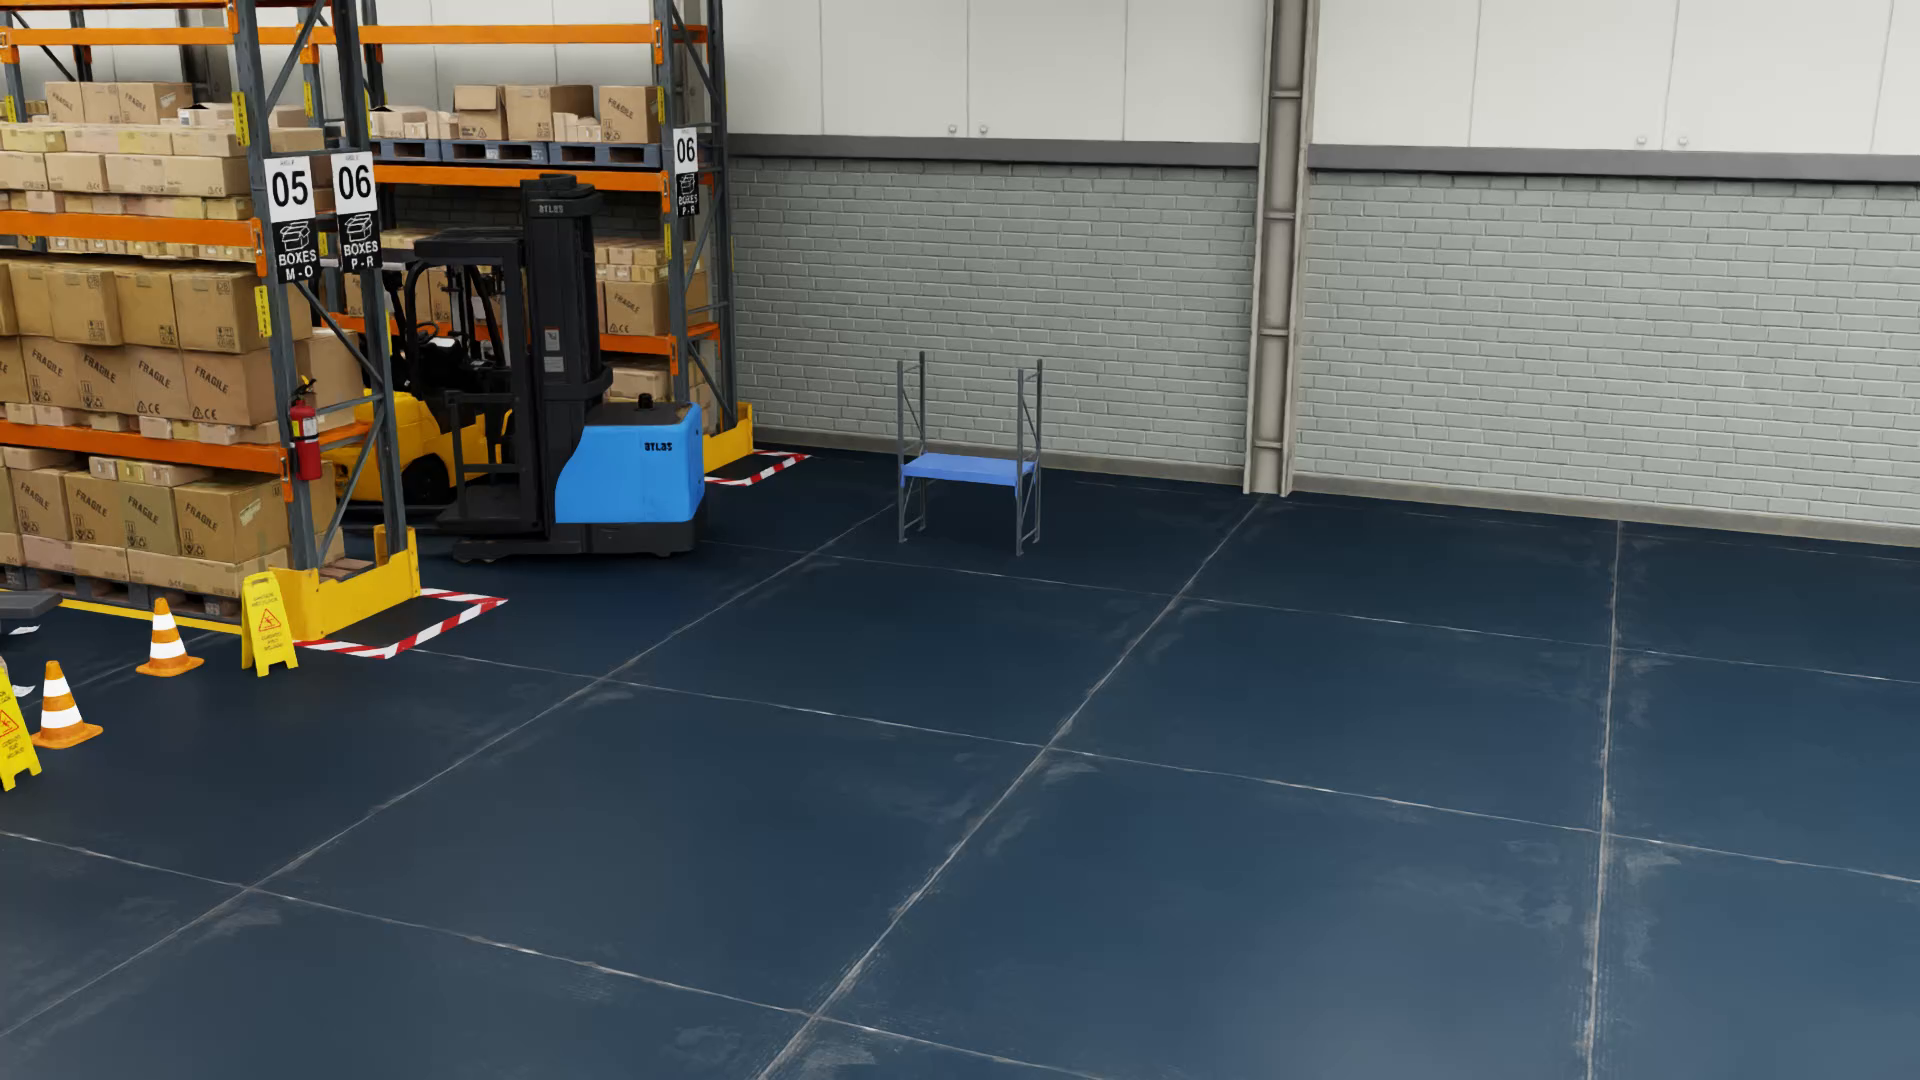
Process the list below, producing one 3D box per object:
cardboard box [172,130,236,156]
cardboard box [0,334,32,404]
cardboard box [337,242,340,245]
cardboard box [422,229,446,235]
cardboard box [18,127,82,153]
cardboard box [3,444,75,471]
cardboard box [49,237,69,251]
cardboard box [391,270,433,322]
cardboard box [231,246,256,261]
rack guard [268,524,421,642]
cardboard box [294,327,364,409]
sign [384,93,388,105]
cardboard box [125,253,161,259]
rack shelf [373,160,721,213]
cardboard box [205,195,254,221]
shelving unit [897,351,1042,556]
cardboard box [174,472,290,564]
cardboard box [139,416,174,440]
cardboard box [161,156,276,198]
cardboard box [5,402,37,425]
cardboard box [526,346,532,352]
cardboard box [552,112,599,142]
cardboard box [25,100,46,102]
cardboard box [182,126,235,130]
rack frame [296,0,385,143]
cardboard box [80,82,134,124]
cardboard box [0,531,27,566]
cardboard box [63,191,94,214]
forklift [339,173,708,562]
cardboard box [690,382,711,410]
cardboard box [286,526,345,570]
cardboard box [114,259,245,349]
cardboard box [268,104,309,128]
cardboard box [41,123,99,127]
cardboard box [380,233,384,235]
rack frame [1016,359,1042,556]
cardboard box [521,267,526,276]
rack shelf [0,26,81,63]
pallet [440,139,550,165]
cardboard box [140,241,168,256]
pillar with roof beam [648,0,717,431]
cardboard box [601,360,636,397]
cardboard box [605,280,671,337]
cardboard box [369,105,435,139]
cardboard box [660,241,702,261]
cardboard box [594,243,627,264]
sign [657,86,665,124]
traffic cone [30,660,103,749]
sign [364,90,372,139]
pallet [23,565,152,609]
[{"bbox_3d":[-4.918,-2.604,10.902,0.250,0.149,0.380,7,17,22],"label":"cardboard box"},{"bbox_3d":[-6.746,-1.289,12.021,0.500,0.500,0.500,6,17,20],"label":"cardboard box"},{"bbox_3d":[-6.421,-3.054,17.472,0.250,0.149,0.380,6,17,19],"label":"cardboard box"},{"bbox_3d":[-5.296,-3.091,17.065,0.250,0.149,0.380,6,17,20],"label":"cardboard box"},{"bbox_3d":[-6.131,-2.715,11.287,0.250,0.149,0.380,7,18,22],"label":"cardboard box"},{"bbox_3d":[-6.716,-0.631,12.136,0.250,0.149,0.380,7,18,24],"label":"cardboard box"},{"bbox_3d":[-9.705,-3.263,18.190,0.250,0.149,0.380,7,18,22],"label":"cardboard box"},{"bbox_3d":[-5.365,-2.489,16.688,0.500,0.500,0.500,7,17,22],"label":"cardboard box"},{"bbox_3d":[-7.320,-2.993,17.260,0.250,0.149,0.380,6,17,19],"label":"cardboard box"},{"bbox_3d":[-4.340,0.286,11.791,0.348,0.500,1.175,6,17,21],"label":"rack guard"},{"bbox_3d":[-4.608,-1.218,11.775,0.500,0.500,0.500,6,17,20],"label":"cardboard box"},{"bbox_3d":[-5.971,-4.474,17.256,0.005,0.325,0.100,6,17,21],"label":"sign"},{"bbox_3d":[-8.625,-2.962,17.869,0.500,0.250,0.500,6,17,19],"label":"cardboard box"},{"bbox_3d":[-4.312,-3.494,16.238,4.000,0.370,1.077,6,17,21],"label":"rack shelf"},{"bbox_3d":[-4.704,-2.190,10.908,0.250,0.149,0.380,6,17,21],"label":"cardboard box"},{"bbox_3d":[0.079,-0.712,13.434,1.048,1.500,0.538,6,17,21],"label":"shelving unit"},{"bbox_3d":[-5.111,-0.162,11.685,0.500,0.500,0.500,6,17,21],"label":"cardboard box"},{"bbox_3d":[-5.454,-0.816,11.554,0.250,0.149,0.380,7,17,22],"label":"cardboard box"},{"bbox_3d":[-4.844,-2.400,10.916,0.500,0.250,0.500,6,17,20],"label":"cardboard box"},{"bbox_3d":[-6.629,-0.946,12.003,0.250,0.149,0.380,6,17,21],"label":"cardboard box"},{"bbox_3d":[-4.231,-1.812,16.920,0.500,0.250,0.500,6,17,20],"label":"cardboard box"},{"bbox_3d":[-3.570,-3.852,15.489,0.258,0.266,0.396,6,17,21],"label":"cardboard box"},{"bbox_3d":[-10.360,-4.858,18.668,0.250,0.149,0.380,6,17,21],"label":"cardboard box"},{"bbox_3d":[-5.182,-2.807,11.601,0.250,0.149,0.380,6,17,20],"label":"cardboard box"},{"bbox_3d":[-6.173,-5.484,16.424,0.127,3.000,1.000,6,17,21],"label":"rack frame"},{"bbox_3d":[-8.803,-4.588,17.604,0.500,0.500,0.700,6,17,20],"label":"cardboard box"},{"bbox_3d":[-7.040,-0.015,12.522,0.500,0.250,0.500,7,18,24],"label":"cardboard box"},{"bbox_3d":[-5.885,-2.328,11.384,0.250,0.149,0.380,6,17,19],"label":"cardboard box"},{"bbox_3d":[-3.629,-1.382,13.176,3.031,2.935,1.130,0,16,-1],"label":"forklift"},{"bbox_3d":[-2.813,-1.417,16.457,0.500,0.250,0.500,7,17,22],"label":"cardboard box"},{"bbox_3d":[-4.919,0.058,12.271,0.500,0.250,0.500,6,17,20],"label":"cardboard box"},{"bbox_3d":[-5.293,-1.627,11.391,0.500,0.500,0.700,6,17,21],"label":"cardboard box"},{"bbox_3d":[-6.935,-4.261,16.820,0.500,0.311,0.500,6,17,19],"label":"cardboard box"},{"bbox_3d":[-6.384,-2.927,12.017,0.250,0.149,0.380,6,17,21],"label":"cardboard box"},{"bbox_3d":[-5.985,-2.996,16.737,0.250,0.149,0.380,7,17,22],"label":"cardboard box"},{"bbox_3d":[0.552,-0.660,13.255,0.032,1.500,0.500,6,17,21],"label":"rack frame"},{"bbox_3d":[-4.079,-2.641,16.049,0.250,0.149,0.380,6,17,21],"label":"cardboard box"},{"bbox_3d":[-11.754,-5.561,18.694,4.000,0.370,1.077,6,17,21],"label":"rack shelf"},{"bbox_3d":[-4.239,-3.796,16.146,1.213,0.211,1.003,6,17,21],"label":"pallet"},{"bbox_3d":[-8.501,-3.134,17.745,0.250,0.149,0.380,7,17,22],"label":"cardboard box"},{"bbox_3d":[-4.348,-4.264,12.219,0.400,9.000,9.100,6,17,21],"label":"pillar with roof beam"},{"bbox_3d":[-3.472,-1.572,16.095,0.500,0.250,0.500,7,17,22],"label":"cardboard box"},{"bbox_3d":[-3.006,-2.224,15.776,0.500,0.500,0.500,6,17,19],"label":"cardboard box"},{"bbox_3d":[-5.488,-4.102,16.271,0.500,0.311,0.500,7,17,22],"label":"cardboard box"},{"bbox_3d":[-2.686,-2.786,16.014,0.250,0.149,0.380,6,17,20],"label":"cardboard box"},{"bbox_3d":[-3.357,-2.715,15.770,0.250,0.149,0.380,7,17,22],"label":"cardboard box"},{"bbox_3d":[-2.664,-3.882,14.841,0.005,0.325,0.100,6,17,21],"label":"sign"},{"bbox_3d":[-5.234,0.925,9.657,0.334,0.463,0.336,6,17,21],"label":"traffic cone"},{"bbox_3d":[-4.071,-2.907,11.360,0.005,0.325,0.100,6,17,21],"label":"sign"},{"bbox_3d":[-6.214,0.208,12.580,1.213,0.211,1.003,6,17,21],"label":"pallet"}]
